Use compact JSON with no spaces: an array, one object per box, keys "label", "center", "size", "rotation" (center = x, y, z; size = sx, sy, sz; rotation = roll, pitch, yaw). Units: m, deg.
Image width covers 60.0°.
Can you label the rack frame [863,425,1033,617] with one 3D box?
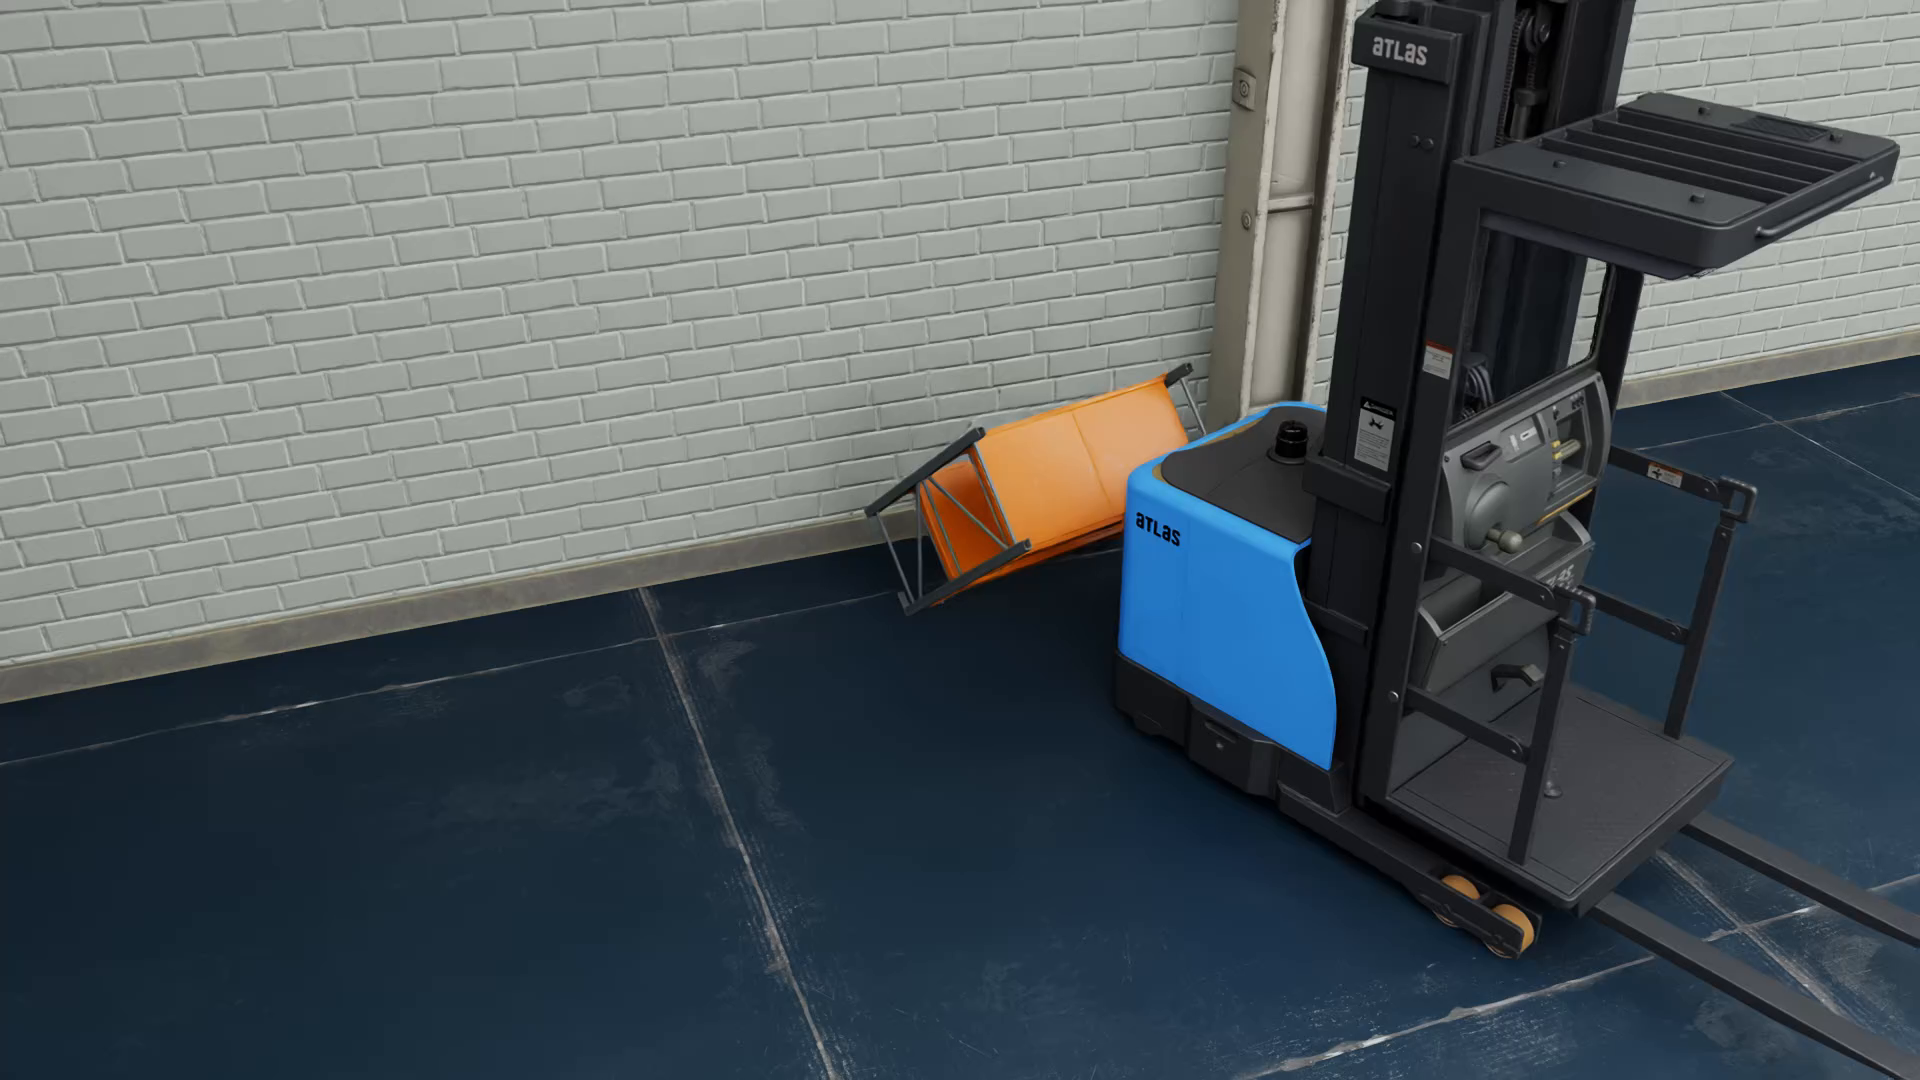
[{"label":"rack frame","center":[-0.072,-0.050,6.645],"size":[0.032,0.500,1.125],"rotation":[-19,-6,-29]}]

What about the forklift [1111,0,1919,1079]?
[{"label":"forklift","center":[1.950,-0.210,5.158],"size":[1.130,2.935,3.031],"rotation":[-24,37,-36]}]

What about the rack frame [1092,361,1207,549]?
[{"label":"rack frame","center":[0.769,-0.340,7.138],"size":[0.032,0.500,1.125],"rotation":[-19,-6,-29]}]

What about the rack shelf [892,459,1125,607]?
[{"label":"rack shelf","center":[0.246,-0.132,7.104],"size":[1.000,0.538,0.278],"rotation":[-19,-6,-29]}]

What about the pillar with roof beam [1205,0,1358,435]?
[{"label":"pillar with roof beam","center":[2.932,-2.165,2.460],"size":[0.400,9.000,9.100],"rotation":[-10,31,-18]}]

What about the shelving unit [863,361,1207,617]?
[{"label":"shelving unit","center":[0.348,-0.195,6.892],"size":[1.048,0.538,1.125],"rotation":[-19,-6,-29]}]

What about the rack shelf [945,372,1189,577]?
[{"label":"rack shelf","center":[0.472,-0.271,6.637],"size":[1.000,0.538,0.278],"rotation":[-19,-6,-29]}]
